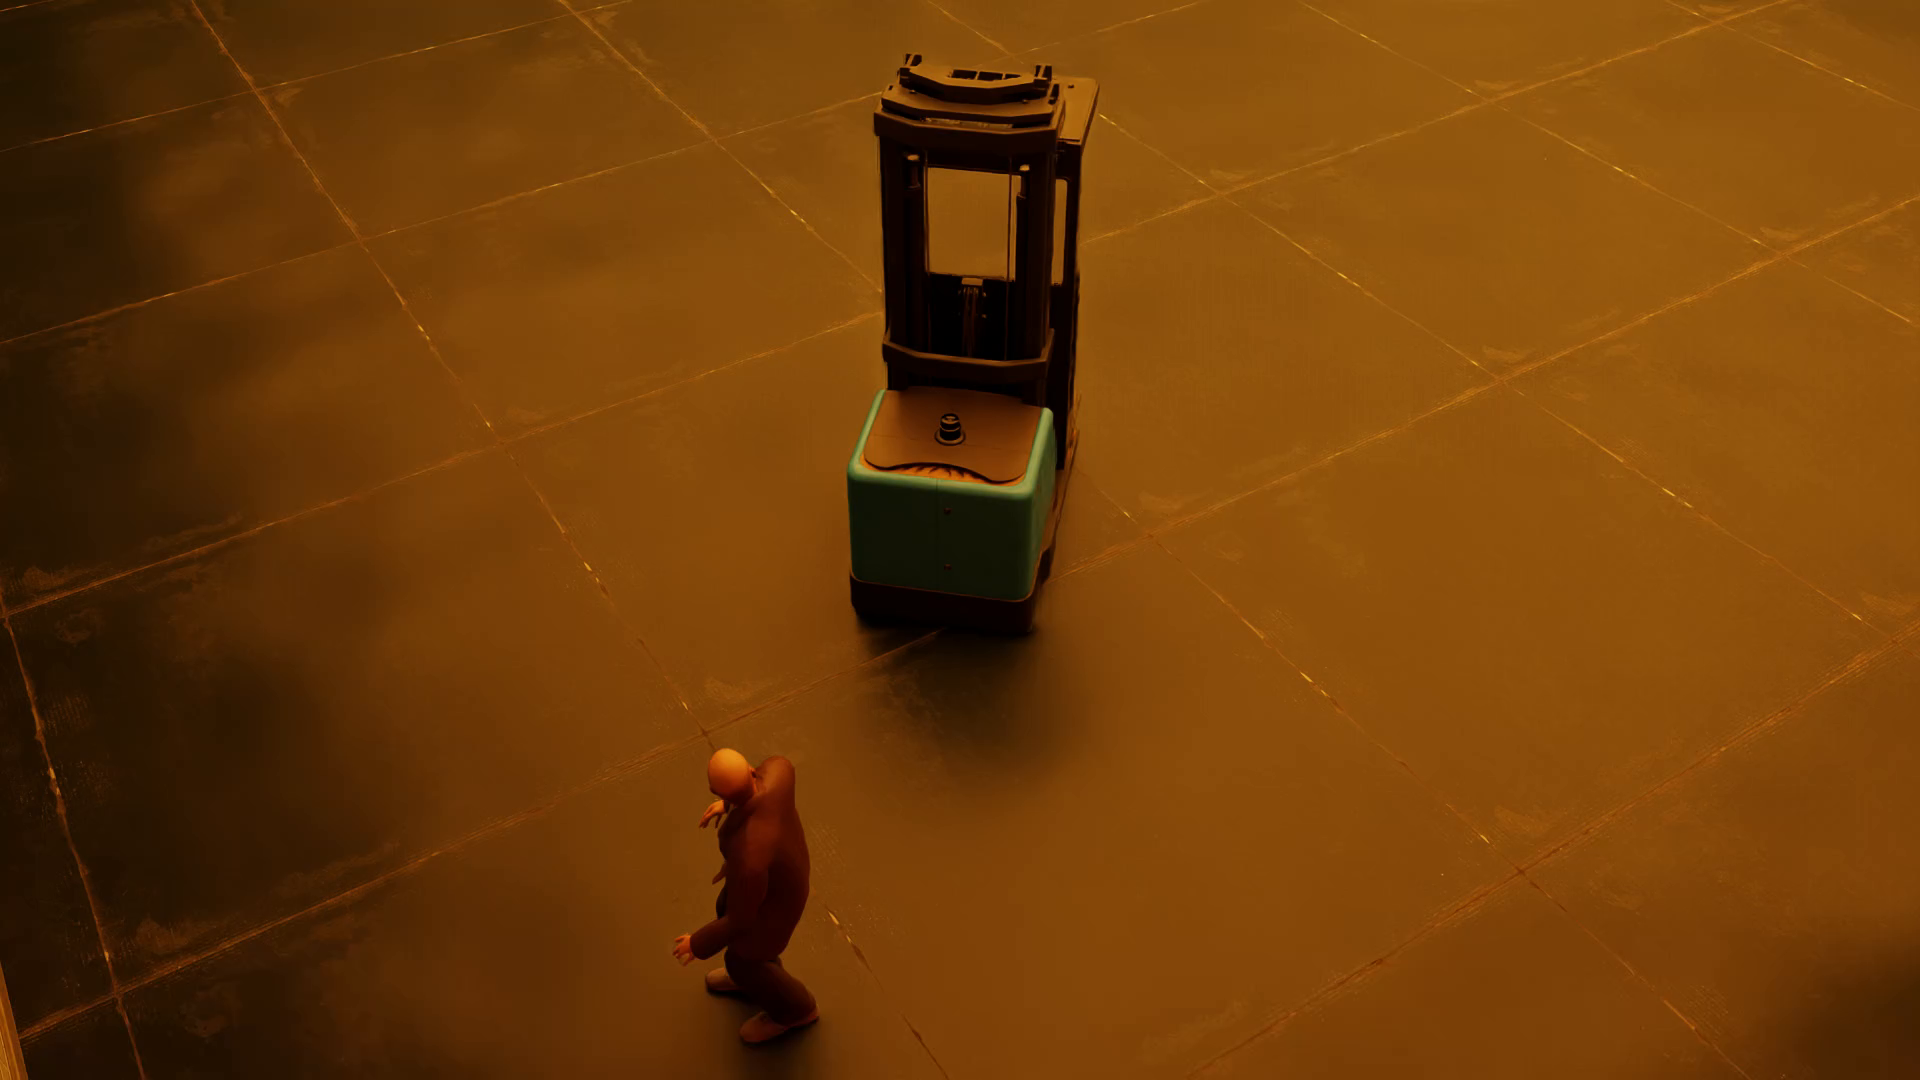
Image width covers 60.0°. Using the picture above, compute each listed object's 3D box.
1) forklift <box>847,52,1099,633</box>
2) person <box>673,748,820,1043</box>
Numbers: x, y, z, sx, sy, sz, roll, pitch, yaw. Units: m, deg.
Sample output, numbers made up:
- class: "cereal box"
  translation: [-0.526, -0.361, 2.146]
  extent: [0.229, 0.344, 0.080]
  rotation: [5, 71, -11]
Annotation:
- class: "forklift"
  translation: [0.159, -1.557, 9.652]
  extent: [1.130, 2.935, 3.031]
  rotation: [7, 42, 8]
- class: "person"
  translation: [-0.915, 1.496, 7.103]
  extent: [0.551, 1.728, 0.825]
  rotation: [0, 41, 1]
